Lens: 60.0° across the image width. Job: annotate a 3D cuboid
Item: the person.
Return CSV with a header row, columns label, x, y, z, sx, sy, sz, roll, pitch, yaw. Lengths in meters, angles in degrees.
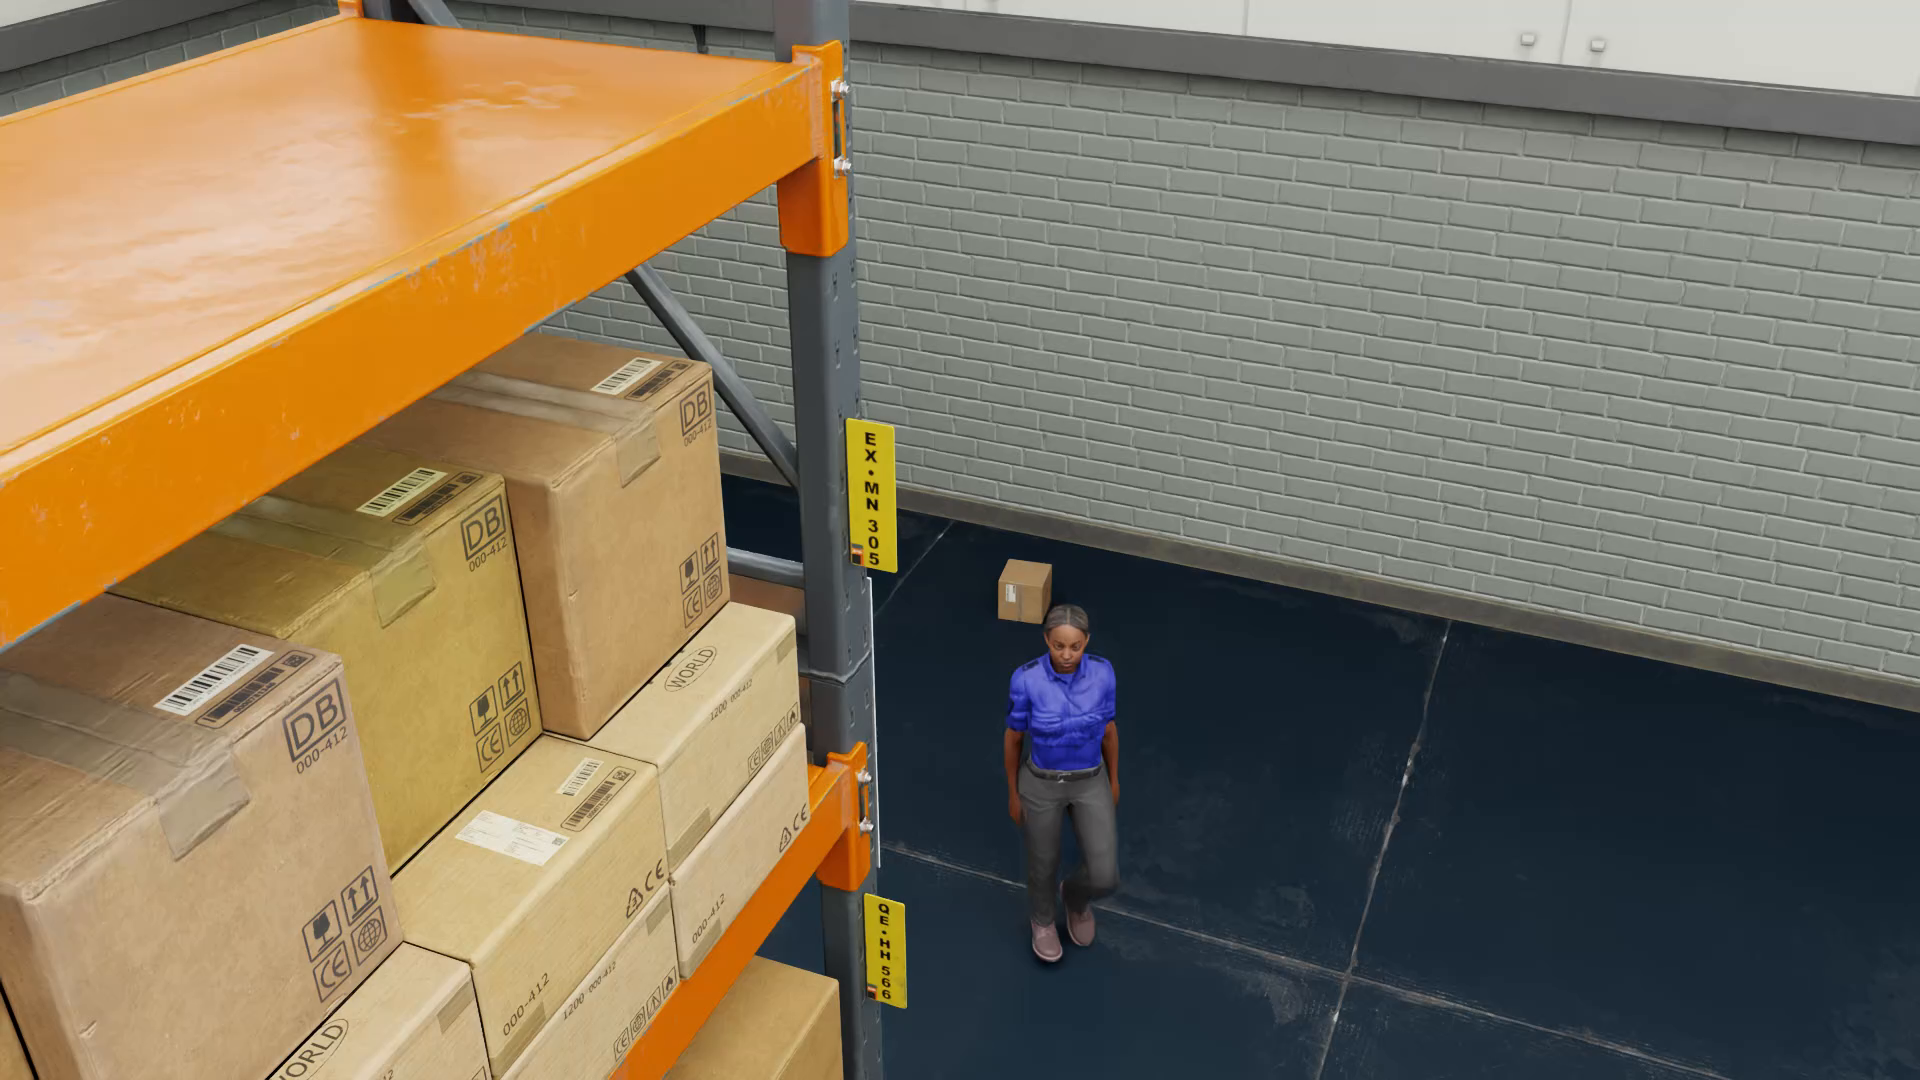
label,x,y,z,sx,sy,sz,roll,pitch,yaw
person,0.418,1.014,6.590,0.481,1.673,0.417,-3,30,-5
